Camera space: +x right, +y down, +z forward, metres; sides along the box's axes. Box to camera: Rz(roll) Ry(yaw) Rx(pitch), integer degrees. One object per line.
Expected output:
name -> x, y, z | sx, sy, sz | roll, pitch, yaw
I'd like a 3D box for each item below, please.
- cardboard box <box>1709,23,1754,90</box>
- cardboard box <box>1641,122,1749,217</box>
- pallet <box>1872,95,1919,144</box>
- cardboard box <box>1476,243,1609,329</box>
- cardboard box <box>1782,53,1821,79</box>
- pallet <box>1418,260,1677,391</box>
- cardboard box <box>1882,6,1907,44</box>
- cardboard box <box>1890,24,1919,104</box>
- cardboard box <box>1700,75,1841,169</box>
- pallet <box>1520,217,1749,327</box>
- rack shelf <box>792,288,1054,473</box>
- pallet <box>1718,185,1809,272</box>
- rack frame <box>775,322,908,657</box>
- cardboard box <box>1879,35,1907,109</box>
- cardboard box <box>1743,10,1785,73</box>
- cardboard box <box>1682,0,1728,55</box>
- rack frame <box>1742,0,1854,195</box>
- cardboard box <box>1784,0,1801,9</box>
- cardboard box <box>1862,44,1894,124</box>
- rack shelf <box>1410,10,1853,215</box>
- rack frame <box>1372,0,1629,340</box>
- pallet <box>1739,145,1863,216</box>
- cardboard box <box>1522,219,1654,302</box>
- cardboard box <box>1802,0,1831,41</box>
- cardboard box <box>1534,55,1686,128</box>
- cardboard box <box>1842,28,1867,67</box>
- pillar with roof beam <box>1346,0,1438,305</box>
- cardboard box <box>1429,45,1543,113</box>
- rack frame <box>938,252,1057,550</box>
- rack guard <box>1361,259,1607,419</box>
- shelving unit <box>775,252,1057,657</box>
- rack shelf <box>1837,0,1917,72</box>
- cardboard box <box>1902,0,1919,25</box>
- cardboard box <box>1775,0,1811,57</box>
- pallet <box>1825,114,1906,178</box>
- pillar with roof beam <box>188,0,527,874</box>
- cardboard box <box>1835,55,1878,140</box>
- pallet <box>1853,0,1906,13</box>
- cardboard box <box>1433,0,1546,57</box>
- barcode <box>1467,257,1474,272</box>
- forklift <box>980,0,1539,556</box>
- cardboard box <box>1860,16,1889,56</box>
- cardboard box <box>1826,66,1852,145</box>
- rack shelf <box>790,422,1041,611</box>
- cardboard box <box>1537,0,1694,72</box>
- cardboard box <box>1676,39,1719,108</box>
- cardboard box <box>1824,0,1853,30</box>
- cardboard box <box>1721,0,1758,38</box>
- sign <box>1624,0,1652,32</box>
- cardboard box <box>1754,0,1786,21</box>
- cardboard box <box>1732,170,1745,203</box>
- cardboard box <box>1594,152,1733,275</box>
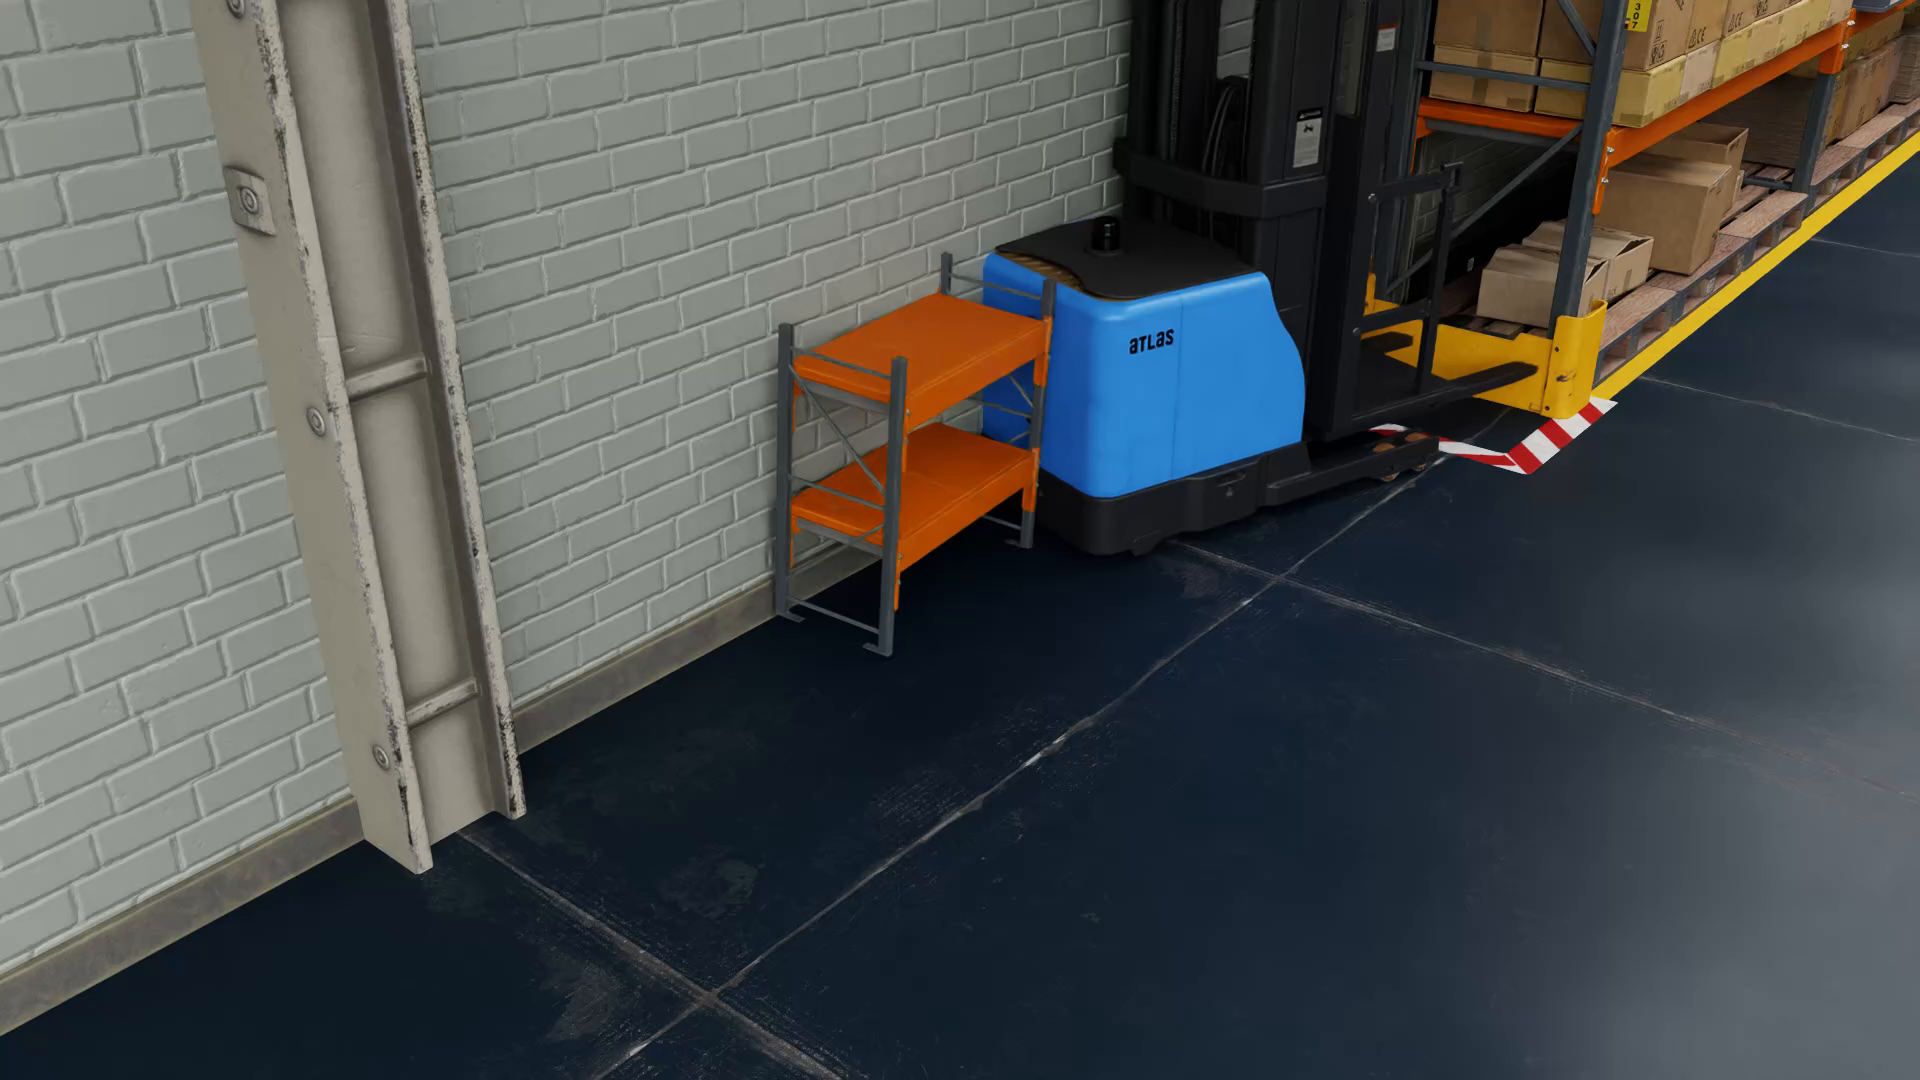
cardboard box -> 3.665, -2.485, 8.430 | 0.500, 0.250, 0.500 | 20, 34, 34
cardboard box -> 4.377, -2.219, 10.016 | 0.500, 0.500, 0.500 | 18, 32, 31
pallet -> 7.052, -3.416, 13.124 | 1.003, 0.211, 1.213 | 21, 34, 34
cardboard box -> 2.972, -1.315, 8.475 | 0.500, 0.311, 0.500 | 17, 32, 29
cardboard box -> 5.739, -3.354, 11.395 | 0.500, 0.250, 0.500 | 20, 33, 33
pallet -> 3.054, -1.161, 8.765 | 1.003, 0.211, 1.213 | 21, 34, 34
cardboard box -> 6.722, -3.895, 12.441 | 0.500, 0.250, 0.500 | 21, 34, 35
cardboard box -> 7.133, -3.746, 12.968 | 0.700, 0.500, 0.500 | 21, 34, 35
cardboard box -> 5.462, -2.864, 11.264 | 0.700, 0.500, 0.500 | 22, 35, 36
pallet -> 3.831, -1.592, 9.597 | 1.003, 0.211, 1.213 | 21, 34, 34
rack shelf -> -0.141, -0.605, 6.010 | 0.538, 0.278, 1.000 | 19, 31, 26
pallet -> 4.606, -2.026, 10.437 | 1.003, 0.211, 1.213 | 21, 34, 34
rack frame -> -0.425, -0.160, 5.755 | 0.500, 1.125, 0.032 | 19, 31, 26
cardboard box -> 6.716, -3.597, 12.681 | 0.700, 0.500, 0.500 | 21, 34, 34
cardboard box -> 3.989, -2.663, 8.775 | 0.500, 0.250, 0.500 | 21, 34, 35
cardboard box -> 3.320, -2.624, 7.883 | 0.500, 0.500, 0.500 | 21, 34, 35
rack frame -> 5.006, -3.513, 10.277 | 1.000, 3.000, 0.127 | 21, 34, 34
cardboard box -> 4.303, -3.177, 8.951 | 0.500, 0.500, 0.500 | 20, 33, 33
cardboard box -> 6.421, -3.413, 12.324 | 0.700, 0.500, 0.500 | 21, 34, 34
rack shelf -> 3.734, -2.485, 9.071 | 1.077, 0.370, 4.000 | 21, 34, 34
rack frame -> 2.462, -2.095, 7.535 | 1.000, 3.000, 0.127 | 21, 34, 34
pallet -> 5.500, -2.551, 11.452 | 1.003, 0.211, 1.213 | 21, 34, 34
cardboard box -> 3.334, -1.517, 8.866 | 0.500, 0.311, 0.500 | 24, 36, 38
cardboard box -> 4.616, -3.025, 9.474 | 0.500, 0.250, 0.500 | 21, 34, 35
cardboard box -> 3.018, -2.117, 7.720 | 0.500, 0.250, 0.500 | 20, 33, 33
cardboard box -> 6.067, -3.540, 11.754 | 0.500, 0.250, 0.500 | 20, 33, 33
pillar with roof beam -> 5.562, -4.002, 4.693 | 9.100, 9.000, 0.400 | 21, 34, 34
cardboard box -> 2.610, -2.260, 7.995 | 0.500, 0.250, 0.500 | 21, 34, 35
rack frame -> 0.106, -0.534, 6.538 | 0.500, 1.125, 0.032 | 19, 31, 26
rack guard -> 2.510, -1.012, 8.162 | 1.175, 0.500, 0.348 | 21, 34, 34
shelving unit -> -0.160, -0.347, 6.146 | 0.538, 1.125, 1.048 | 19, 31, 26
rack shelf -> 6.279, -3.903, 11.813 | 1.077, 0.370, 4.000 | 21, 34, 34
cardboard box -> 8.120, -4.386, 13.845 | 0.750, 0.750, 0.750 | 20, 34, 34
cardboard box -> 4.308, -2.842, 9.120 | 0.500, 0.250, 0.500 | 21, 34, 34
pallet -> 6.276, -2.986, 12.292 | 1.003, 0.211, 1.213 | 21, 34, 34
pillar with roof beam -> 1.745, -1.875, 0.581 | 9.100, 9.000, 0.400 | 21, 34, 34
cardboard box -> 6.107, -3.231, 11.973 | 0.700, 0.500, 0.500 | 21, 34, 35
pallet -> 5.605, -3.656, 10.762 | 1.003, 0.211, 1.213 | 21, 34, 34
cardboard box -> 2.598, -2.600, 7.836 | 0.500, 0.500, 0.500 | 20, 34, 34
barcode -> 2.675, -1.443, 8.712 | 0.001, 0.075, 0.075 | 21, 34, 34
forklift -> 1.505, -1.743, 6.929 | 3.031, 2.935, 1.130 | -17, 32, -29
cardboard box -> 6.399, -3.712, 12.085 | 0.500, 0.250, 0.500 | 21, 34, 34
cardboard box -> 5.752, -3.062, 11.646 | 0.700, 0.500, 0.500 | 20, 33, 33
rack shelf -> -0.175, -0.131, 6.260 | 0.538, 0.278, 1.000 | 19, 31, 26
cardboard box -> 2.998, -2.452, 7.550 | 0.500, 0.500, 0.500 | 21, 34, 34
cardboard box -> 3.337, -2.306, 8.084 | 0.500, 0.250, 0.500 | 20, 33, 33
cardboard box -> 4.939, -3.199, 9.811 | 0.500, 0.250, 0.500 | 21, 34, 35
cardboard box -> 3.653, -2.805, 8.234 | 0.500, 0.500, 0.500 | 19, 33, 33
sign -> 2.881, -2.321, 7.030 | 0.100, 0.325, 0.005 | 21, 34, 34
cardboard box -> 3.972, -2.992, 8.594 | 0.500, 0.500, 0.500 | 22, 35, 36
cardboard box -> 4.689, -2.252, 10.443 | 0.380, 0.166, 0.250 | 16, 31, 28
cardboard box -> 3.839, -1.847, 9.297 | 0.700, 0.500, 0.500 | 18, 33, 31
